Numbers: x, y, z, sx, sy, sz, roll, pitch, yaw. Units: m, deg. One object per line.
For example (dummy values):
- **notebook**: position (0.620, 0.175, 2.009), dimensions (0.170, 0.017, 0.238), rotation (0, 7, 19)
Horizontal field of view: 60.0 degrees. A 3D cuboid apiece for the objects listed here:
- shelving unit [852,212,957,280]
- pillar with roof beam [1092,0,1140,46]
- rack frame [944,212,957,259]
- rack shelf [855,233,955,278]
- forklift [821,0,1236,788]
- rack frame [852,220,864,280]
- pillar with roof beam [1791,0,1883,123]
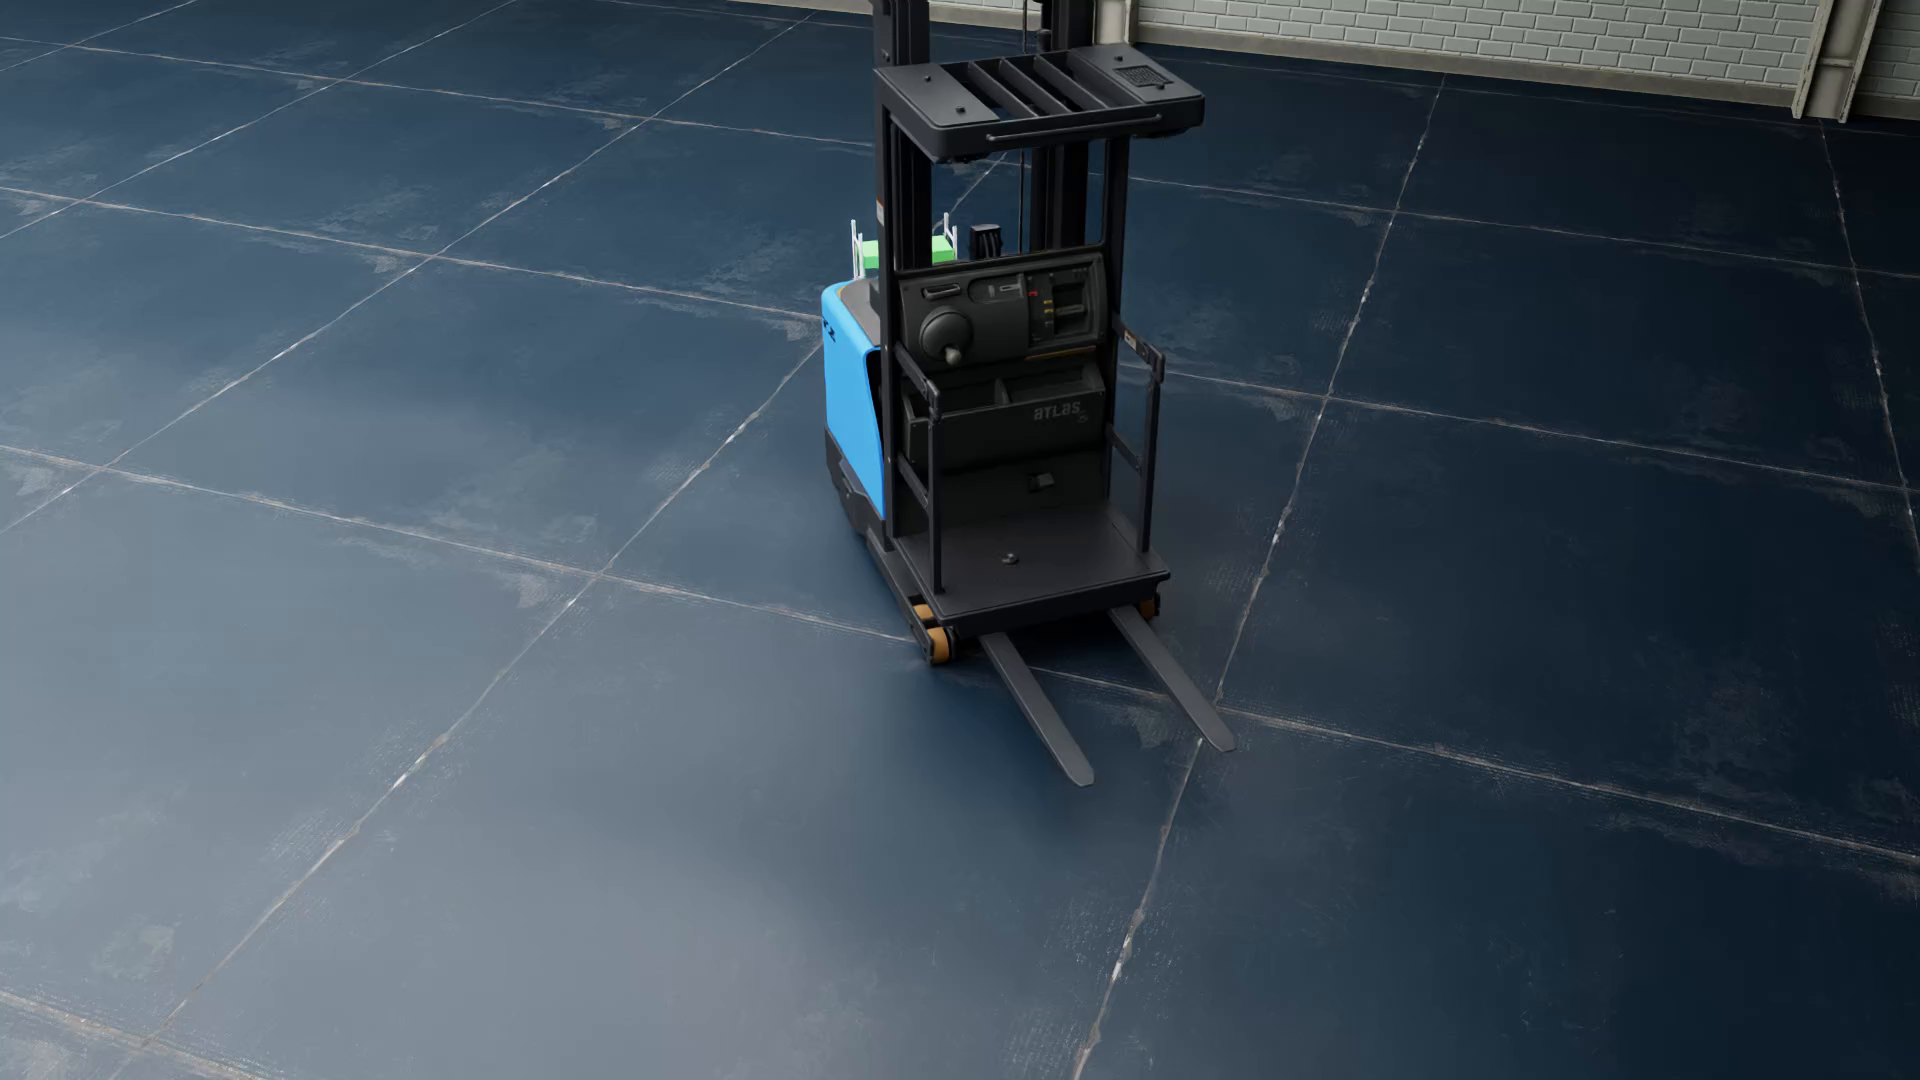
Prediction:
- **shelving unit**: position (-0.280, -1.102, 8.834), dimensions (0.503, 1.200, 0.258), rotation (-7, 29, -11)
- **pillar with roof beam**: position (-0.046, -6.174, 9.517), dimensions (0.400, 9.000, 9.100), rotation (11, 34, 16)
- **rack frame**: position (-0.042, -1.131, 8.879), dimensions (0.015, 1.200, 0.240), rotation (-7, 29, -11)
- **rack shelf**: position (-0.287, -1.467, 8.634), dimensions (0.480, 0.148, 0.258), rotation (-7, 29, -11)
- **forklift**: position (0.270, -0.931, 6.990), dimensions (1.130, 2.935, 3.031), rotation (-11, 34, -16)
- **rack frame**: position (-0.518, -1.073, 8.788), dimensions (0.015, 1.200, 0.240), rotation (-7, 29, -11)
- **pillar with roof beam**: position (5.602, -5.076, 7.816), dimensions (0.400, 9.000, 9.100), rotation (11, 34, 16)
